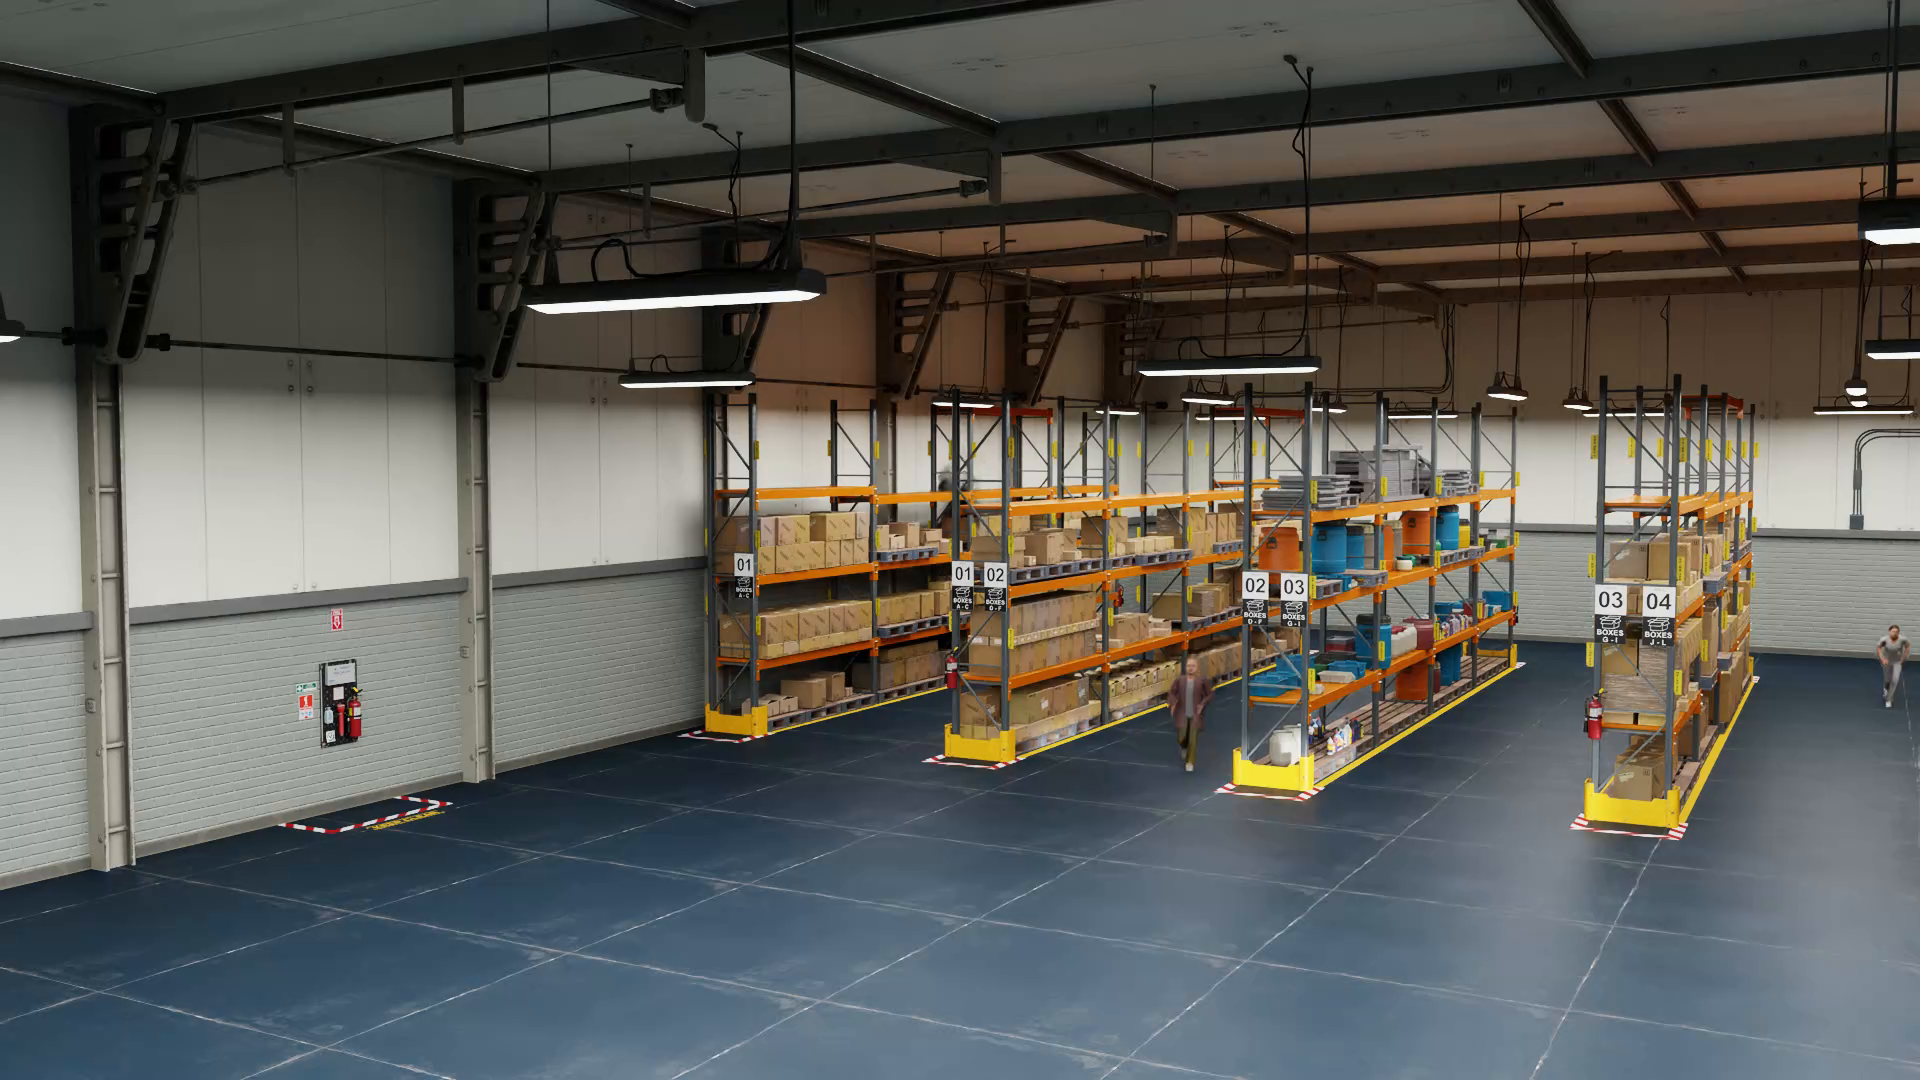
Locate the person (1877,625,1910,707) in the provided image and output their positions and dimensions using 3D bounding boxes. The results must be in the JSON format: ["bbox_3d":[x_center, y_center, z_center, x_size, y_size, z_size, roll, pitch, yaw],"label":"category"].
[{"bbox_3d":[18.352,2.560,32.754,0.573,1.417,0.910,1,3,20],"label":"person"}]

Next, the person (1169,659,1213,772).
[{"bbox_3d":[3.603,2.730,26.018,0.699,1.717,0.685,1,3,14],"label":"person"}]
